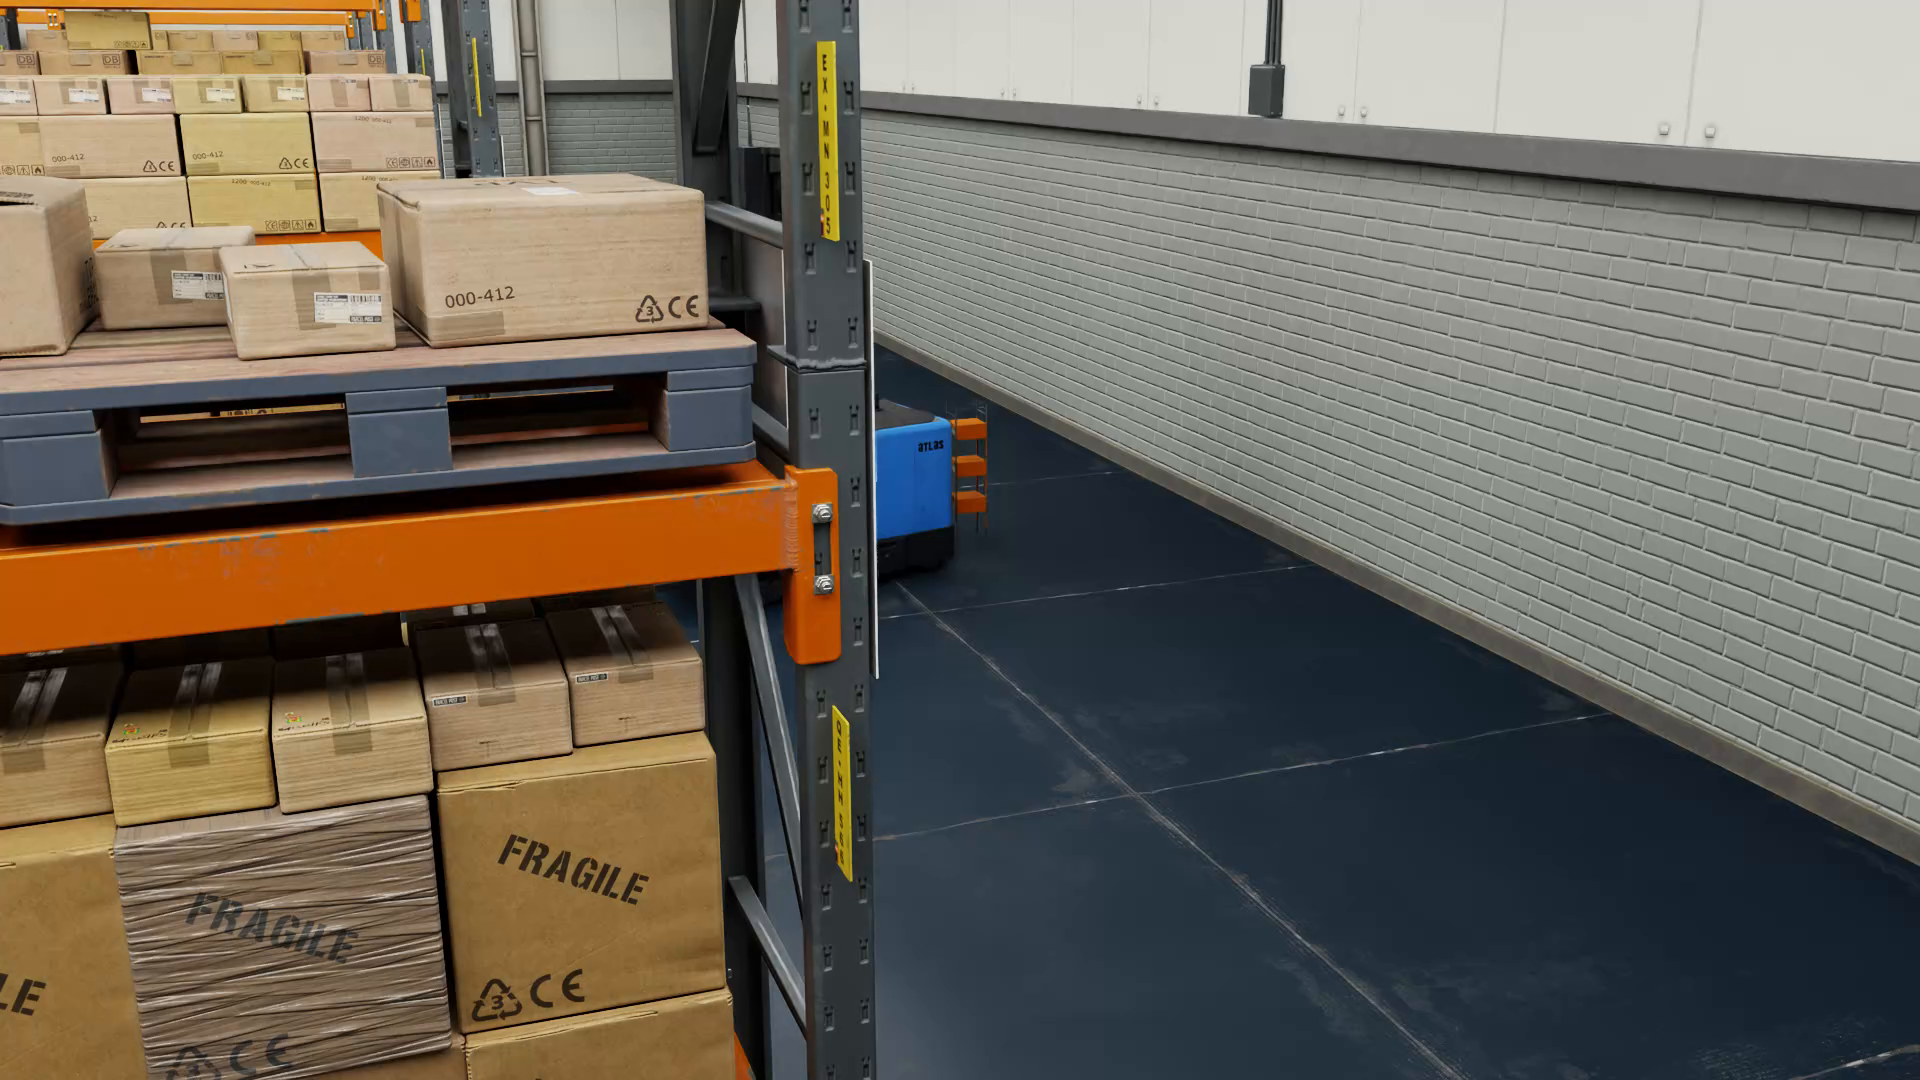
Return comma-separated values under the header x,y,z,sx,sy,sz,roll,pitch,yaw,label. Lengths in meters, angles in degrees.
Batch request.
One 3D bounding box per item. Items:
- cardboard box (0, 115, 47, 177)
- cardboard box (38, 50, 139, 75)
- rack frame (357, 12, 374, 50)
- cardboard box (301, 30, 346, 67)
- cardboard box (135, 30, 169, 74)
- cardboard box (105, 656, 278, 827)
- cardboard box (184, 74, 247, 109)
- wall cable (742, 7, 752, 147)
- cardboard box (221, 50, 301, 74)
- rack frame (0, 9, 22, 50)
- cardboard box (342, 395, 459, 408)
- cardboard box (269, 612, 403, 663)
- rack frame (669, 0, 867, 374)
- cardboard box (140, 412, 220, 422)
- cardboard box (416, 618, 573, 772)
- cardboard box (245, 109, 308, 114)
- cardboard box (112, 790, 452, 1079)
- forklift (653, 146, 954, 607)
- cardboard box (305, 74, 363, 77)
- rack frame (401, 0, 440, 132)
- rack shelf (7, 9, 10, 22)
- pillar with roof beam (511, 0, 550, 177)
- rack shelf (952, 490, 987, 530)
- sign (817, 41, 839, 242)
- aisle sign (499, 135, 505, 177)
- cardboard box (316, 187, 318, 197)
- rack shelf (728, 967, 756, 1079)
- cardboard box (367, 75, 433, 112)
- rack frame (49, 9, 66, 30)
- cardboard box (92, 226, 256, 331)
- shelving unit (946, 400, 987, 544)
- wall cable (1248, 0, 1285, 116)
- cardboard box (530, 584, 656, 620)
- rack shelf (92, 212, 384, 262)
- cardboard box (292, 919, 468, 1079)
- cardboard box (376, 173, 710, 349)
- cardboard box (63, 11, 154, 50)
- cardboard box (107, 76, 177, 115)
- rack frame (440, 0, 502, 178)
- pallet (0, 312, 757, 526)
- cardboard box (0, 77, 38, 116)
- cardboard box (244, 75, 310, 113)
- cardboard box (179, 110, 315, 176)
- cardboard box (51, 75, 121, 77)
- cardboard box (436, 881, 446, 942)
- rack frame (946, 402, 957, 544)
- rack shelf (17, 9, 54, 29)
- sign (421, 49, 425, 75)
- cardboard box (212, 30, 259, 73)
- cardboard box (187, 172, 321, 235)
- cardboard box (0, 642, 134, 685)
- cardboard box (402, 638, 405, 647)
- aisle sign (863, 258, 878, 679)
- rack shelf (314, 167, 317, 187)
x,y,z,sx,sy,sz,roll,pitch,yaw,label
-4.042,-1.628,6.875,0.500,0.250,0.500,-7,18,-22,cardboard box
-5.935,-3.097,11.397,0.500,0.500,0.700,-5,17,-18,cardboard box
-7.493,-7.086,20.756,0.127,3.000,1.000,-6,17,-20,rack frame
-7.967,-6.118,20.833,0.500,0.500,0.700,-6,17,-20,cardboard box
-9.805,-5.895,20.074,0.500,0.500,0.700,-6,17,-20,cardboard box
-1.359,0.351,2.975,0.250,0.149,0.380,-6,17,-19,cardboard box
-3.407,-2.058,7.629,0.250,0.149,0.380,-6,17,-19,cardboard box
-3.860,-7.375,27.253,0.112,2.526,3.097,-6,17,-20,wall cable
-4.987,-3.246,11.903,0.500,0.500,0.700,-7,18,-22,cardboard box
-11.228,-6.682,19.383,0.127,3.000,1.000,-6,17,-20,rack frame
-2.610,-0.844,7.669,0.500,0.500,0.500,-7,18,-21,cardboard box
-1.339,0.172,3.585,0.250,0.149,0.380,-6,17,-18,cardboard box
-0.406,-1.872,3.001,0.127,3.000,1.000,-6,17,-20,rack frame
-3.565,-0.738,7.309,0.500,0.500,0.500,-5,17,-17,cardboard box
-0.898,0.289,3.188,0.250,0.149,0.380,-6,17,-19,cardboard box
-3.261,-1.864,7.676,0.500,0.250,0.500,-6,18,-21,cardboard box
-1.248,0.651,3.106,0.500,0.500,0.500,-6,17,-20,cardboard box
-1.547,-1.093,11.118,3.031,2.935,1.130,-11,20,-33,forklift
-2.900,-2.090,7.739,0.250,0.149,0.380,-5,17,-18,cardboard box
-3.952,-4.479,11.880,0.127,3.000,1.000,-6,17,-20,rack frame
-13.096,-5.944,18.854,4.000,0.370,1.077,-6,17,-20,rack shelf
-5.517,-7.756,23.038,0.400,9.000,9.100,-6,17,-20,pillar with roof beam
0.050,-0.232,12.550,0.240,0.259,0.215,-6,17,-20,rack shelf
-0.225,-0.675,2.819,0.005,0.325,0.100,-6,17,-20,sign
-2.096,-1.461,7.636,0.004,0.787,0.394,-6,17,-20,aisle sign
-8.282,-4.567,20.873,0.500,0.500,0.500,-6,17,-19,cardboard box
-2.273,1.554,3.261,4.000,0.370,1.077,-6,17,-20,rack shelf
-2.477,-1.973,7.341,0.250,0.149,0.380,-6,18,-21,cardboard box
-13.004,-7.985,23.820,0.127,3.000,1.000,-6,17,-20,rack frame
-1.504,-0.512,3.218,0.250,0.149,0.380,-5,17,-18,cardboard box
0.050,-0.509,12.469,0.252,1.050,0.215,-6,17,-20,shelving unit
2.562,-5.686,10.279,0.120,5.999,2.277,-6,17,-20,wall cable
-0.836,0.131,3.726,0.250,0.149,0.380,-6,17,-19,cardboard box
-4.139,-1.178,7.238,4.000,0.370,1.077,-6,17,-20,rack shelf
-1.236,1.124,3.270,0.500,0.500,0.500,-7,18,-21,cardboard box
-0.794,-0.541,3.136,0.500,0.250,0.500,-8,18,-25,cardboard box
-5.842,-3.496,11.425,0.500,0.250,0.500,-7,18,-22,cardboard box
-3.447,-1.883,7.034,0.250,0.149,0.380,-7,18,-21,cardboard box
-2.271,-3.164,7.401,0.127,3.000,1.000,-6,17,-20,rack frame
-1.095,-0.312,3.172,1.213,0.211,1.003,-6,17,-20,pallet
-3.921,-1.824,6.832,0.250,0.149,0.380,-7,18,-22,cardboard box
-2.981,-1.948,7.255,0.250,0.149,0.380,-7,18,-22,cardboard box
-3.087,-1.727,7.211,0.500,0.250,0.500,-7,18,-22,cardboard box
-3.890,-2.002,7.440,0.250,0.149,0.380,-6,17,-18,cardboard box
-1.419,0.990,3.726,0.500,0.500,0.500,-6,18,-21,cardboard box
-0.064,-0.497,12.427,0.008,1.050,0.200,-6,17,-20,rack frame
-14.872,-7.247,23.291,4.000,0.370,1.077,-6,17,-20,rack shelf
-3.771,-3.282,11.698,0.005,0.325,0.100,-6,17,-20,sign
-8.893,-6.011,20.470,0.500,0.500,0.700,-6,17,-20,cardboard box
-3.075,-1.484,7.270,0.500,0.250,0.500,-6,17,-20,cardboard box
-1.805,0.244,3.341,0.250,0.149,0.380,-6,17,-20,cardboard box
-1.436,0.507,3.598,0.500,0.500,0.500,-7,18,-22,cardboard box
-0.228,-0.166,3.227,0.004,0.787,0.394,-6,17,-20,aisle sign
-5.819,-2.493,11.717,4.000,0.370,1.077,-6,17,-20,rack shelf
